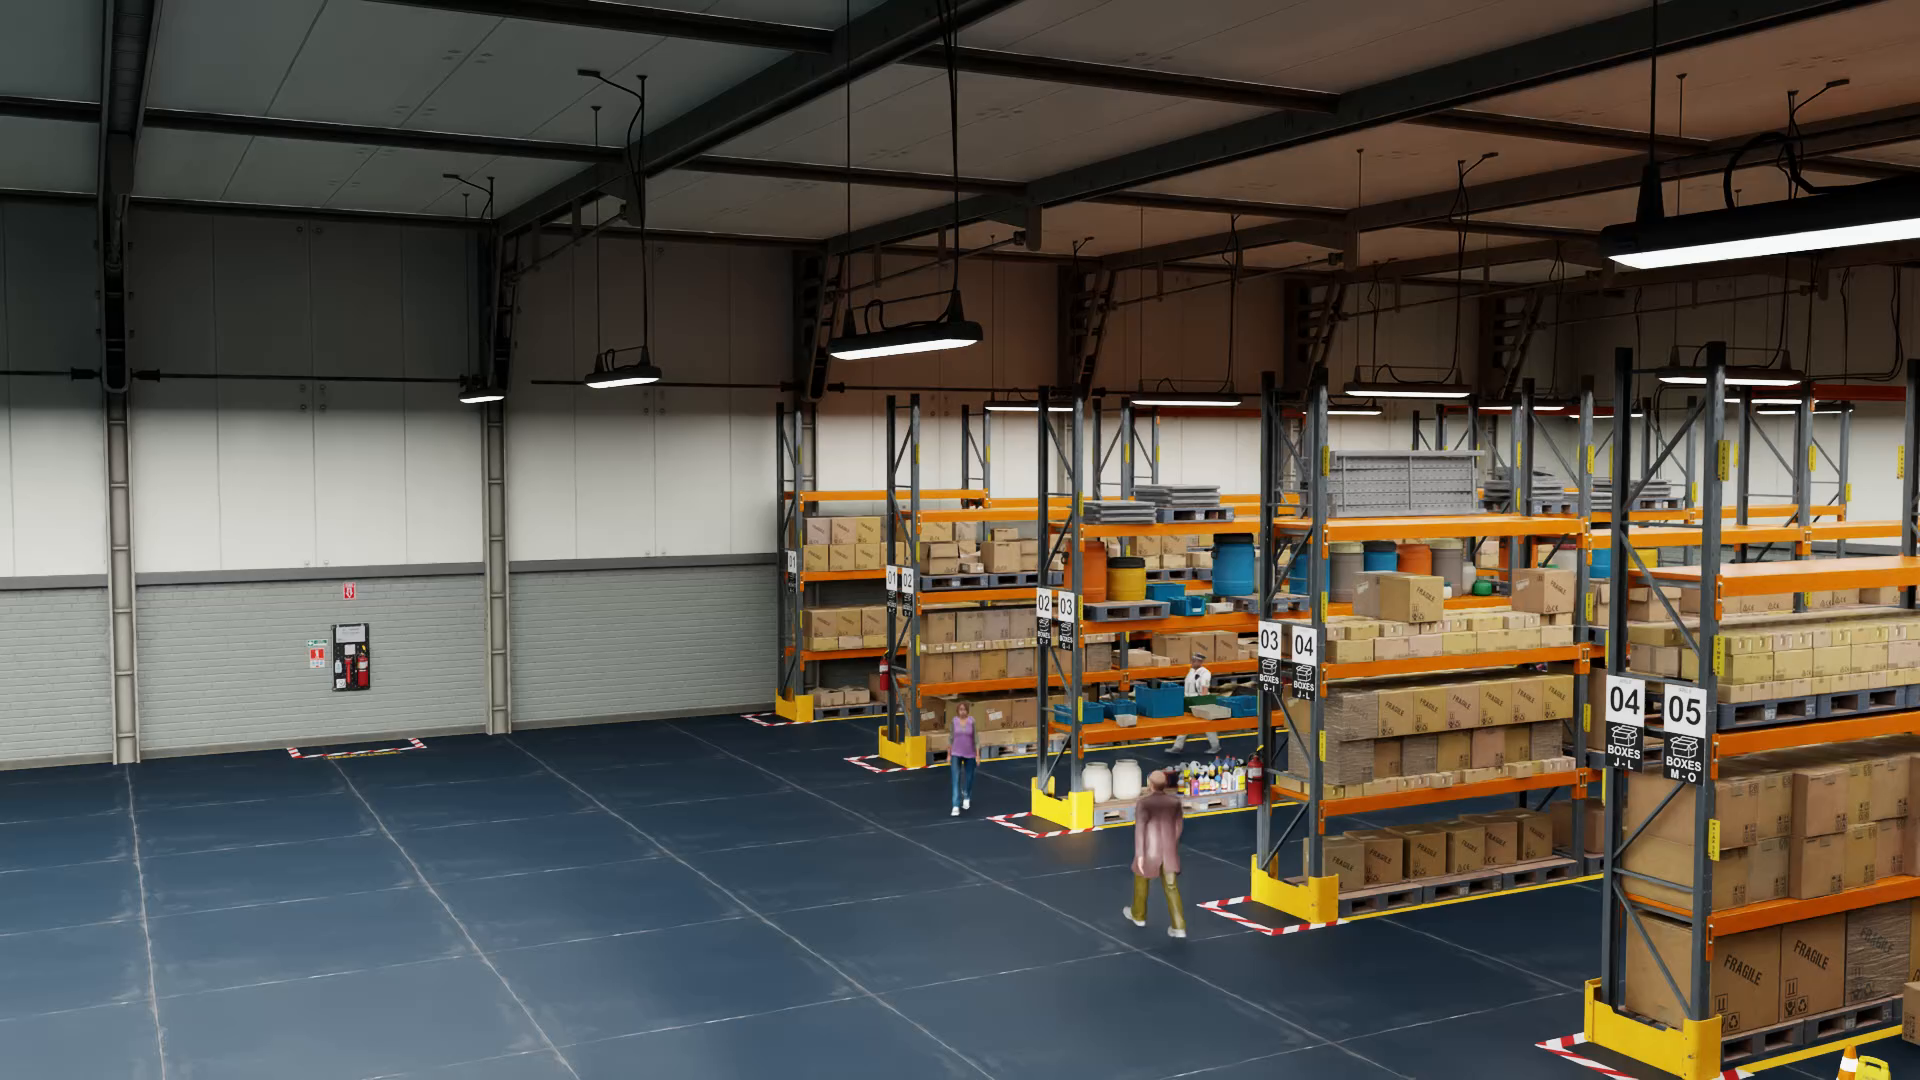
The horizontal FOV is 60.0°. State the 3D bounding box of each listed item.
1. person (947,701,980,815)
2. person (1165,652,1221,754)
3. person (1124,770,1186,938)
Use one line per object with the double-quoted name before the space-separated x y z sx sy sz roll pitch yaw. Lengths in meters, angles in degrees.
"person" 0.045 3.066 23.503 0.458 1.597 0.721 0 3 -4
"person" 3.894 2.715 27.661 1.035 1.716 0.562 -2 4 -33
"person" 2.085 3.295 17.597 0.581 1.723 1.163 -1 3 -15
